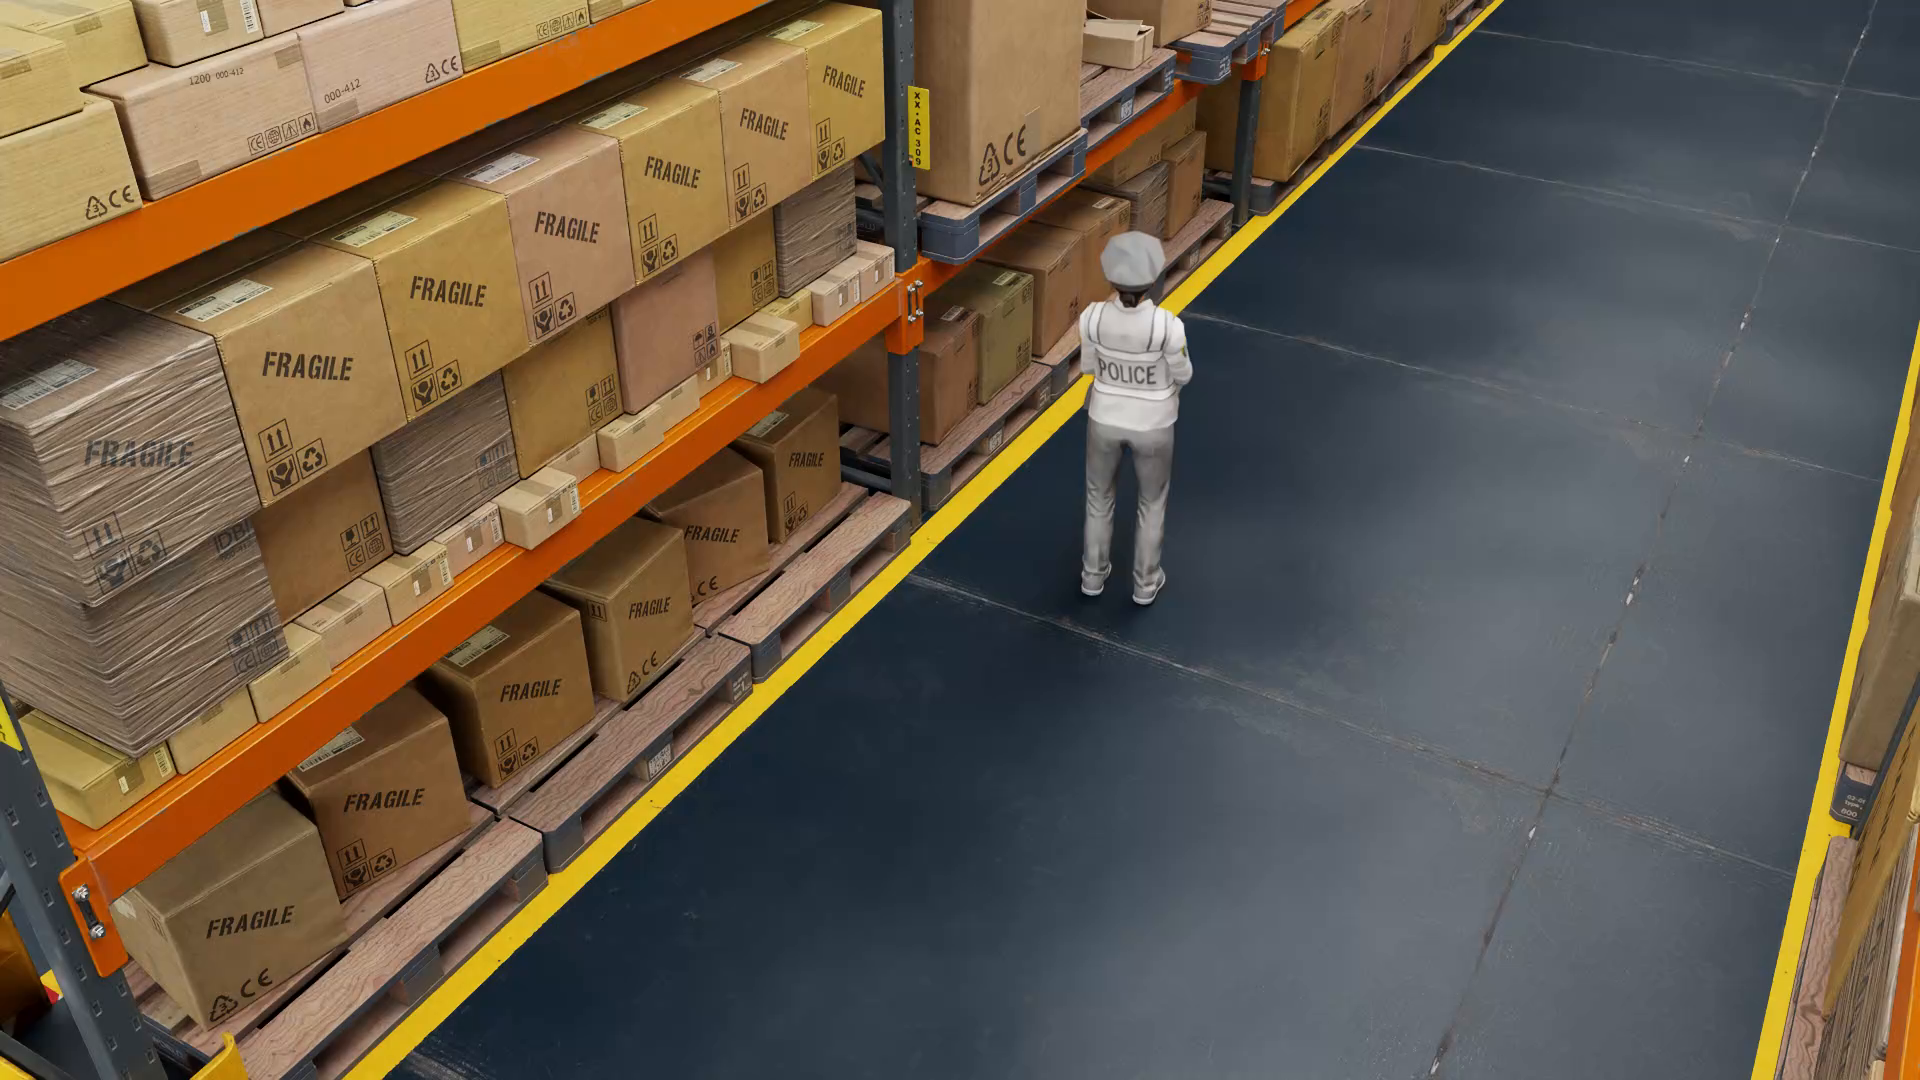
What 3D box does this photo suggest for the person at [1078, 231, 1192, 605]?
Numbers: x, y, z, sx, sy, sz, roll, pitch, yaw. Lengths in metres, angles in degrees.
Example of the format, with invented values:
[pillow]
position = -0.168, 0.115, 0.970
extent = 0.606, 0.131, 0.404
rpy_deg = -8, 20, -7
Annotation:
[person]
position = 0.716, -0.522, 6.882
extent = 0.461, 1.687, 0.562
rpy_deg = 9, 35, 13
